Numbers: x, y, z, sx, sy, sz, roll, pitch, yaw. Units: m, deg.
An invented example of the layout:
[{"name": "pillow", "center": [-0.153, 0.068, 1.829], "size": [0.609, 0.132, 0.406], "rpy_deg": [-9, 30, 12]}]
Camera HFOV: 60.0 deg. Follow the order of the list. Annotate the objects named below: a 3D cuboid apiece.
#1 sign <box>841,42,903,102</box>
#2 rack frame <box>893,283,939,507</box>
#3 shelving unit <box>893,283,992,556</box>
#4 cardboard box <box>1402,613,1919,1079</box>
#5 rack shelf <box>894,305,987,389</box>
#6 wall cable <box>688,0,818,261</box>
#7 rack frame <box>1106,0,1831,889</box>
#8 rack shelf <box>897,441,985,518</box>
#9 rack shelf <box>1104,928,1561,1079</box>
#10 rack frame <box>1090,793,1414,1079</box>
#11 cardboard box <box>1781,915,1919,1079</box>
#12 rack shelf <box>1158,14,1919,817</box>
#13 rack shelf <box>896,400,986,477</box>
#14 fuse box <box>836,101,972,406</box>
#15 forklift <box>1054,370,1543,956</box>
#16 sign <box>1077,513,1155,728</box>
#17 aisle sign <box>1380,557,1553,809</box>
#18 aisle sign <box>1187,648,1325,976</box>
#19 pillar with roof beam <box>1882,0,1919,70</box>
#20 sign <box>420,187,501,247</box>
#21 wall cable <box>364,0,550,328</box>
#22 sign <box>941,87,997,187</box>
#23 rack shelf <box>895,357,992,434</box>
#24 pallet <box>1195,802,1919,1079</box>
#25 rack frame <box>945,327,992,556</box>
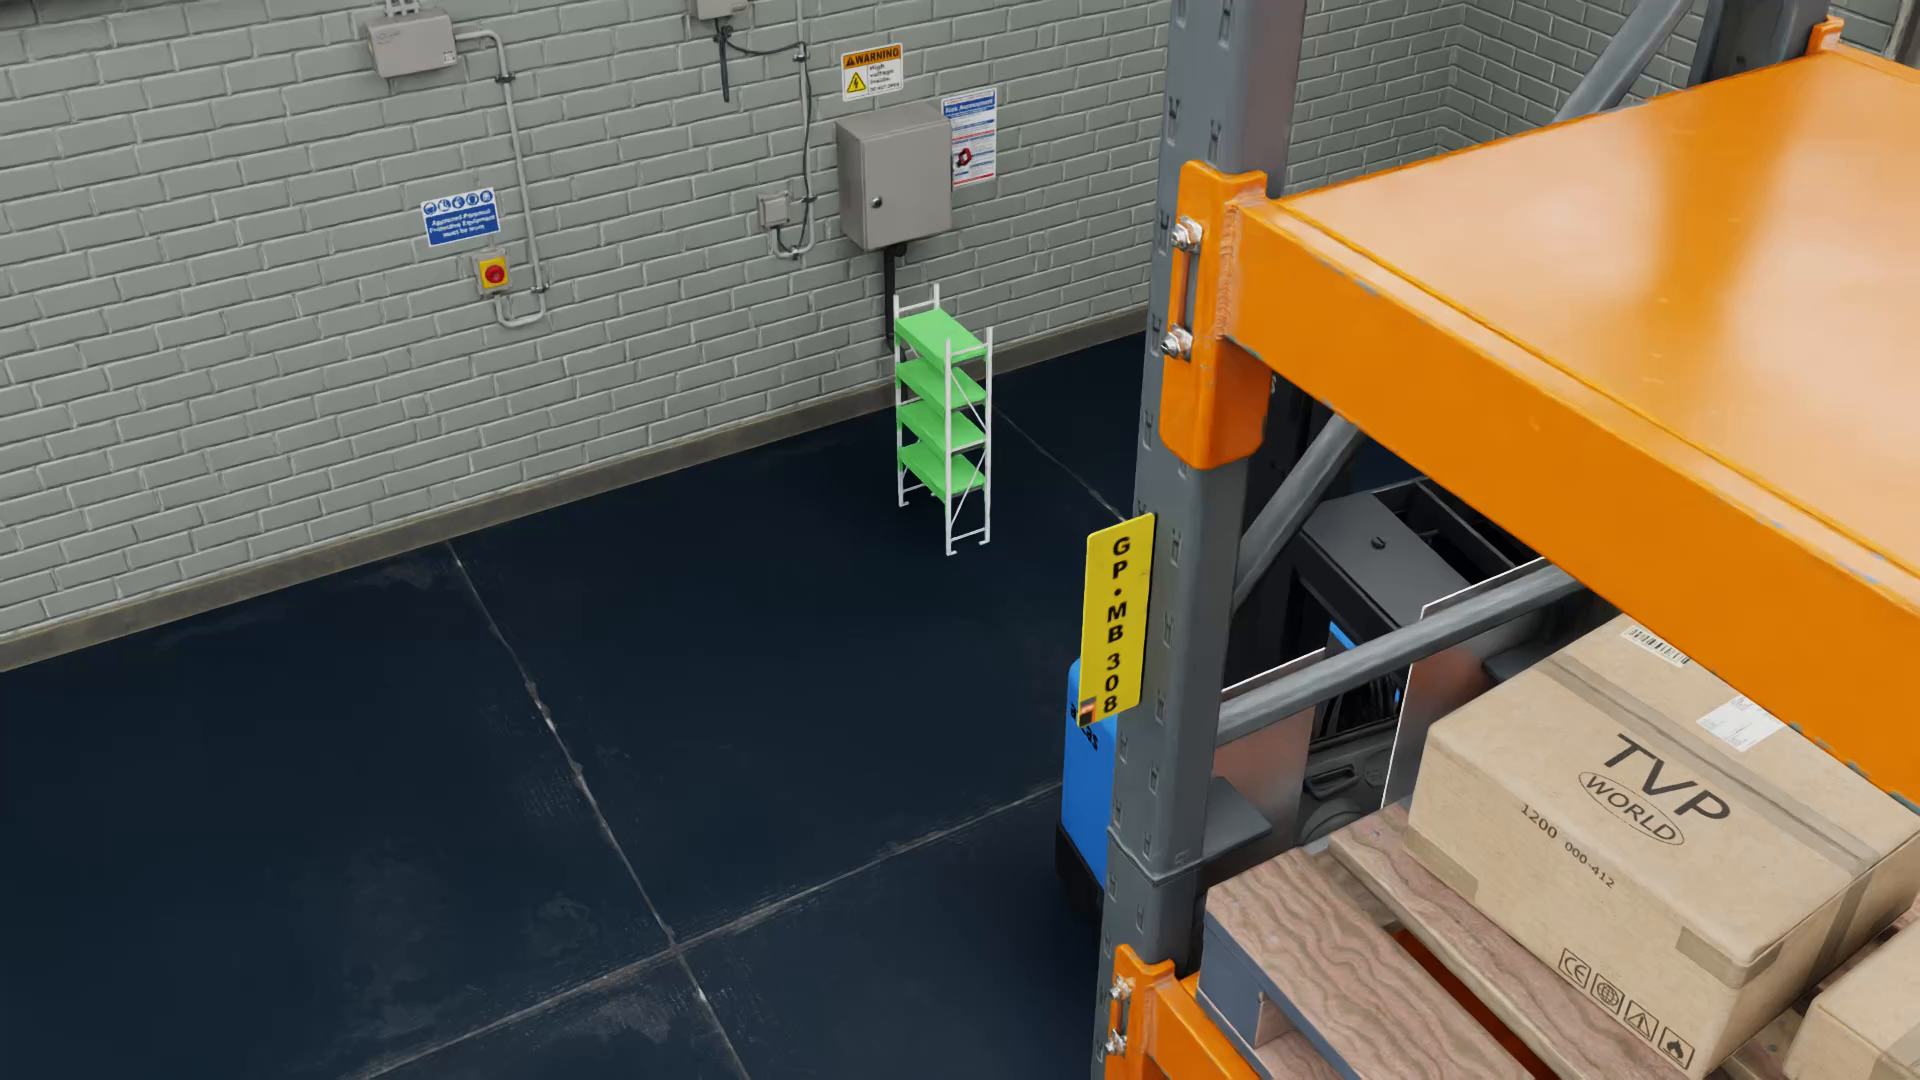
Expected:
[{"name": "sign", "center": [-0.428, -2.293, 8.146], "size": [0.339, 0.242, 0.001], "rpy_deg": [-19, 40, -24]}, {"name": "rack frame", "center": [-0.206, -0.693, 8.182], "size": [0.240, 1.200, 0.015], "rpy_deg": [-19, 40, -24]}, {"name": "shelving unit", "center": [-0.083, -0.569, 8.012], "size": [0.258, 1.200, 0.503], "rpy_deg": [-19, 40, -24]}, {"name": "cardboard box", "center": [0.991, 0.388, 2.318], "size": [0.500, 0.250, 0.500], "rpy_deg": [-23, 42, -28]}, {"name": "rack shelf", "center": [-0.083, -0.905, 7.766], "size": [0.258, 0.148, 0.480], "rpy_deg": [-19, 40, -24]}, {"name": "wall cable", "center": [-0.945, -2.159, 7.801], "size": [0.588, 1.984, 0.122], "rpy_deg": [-19, 40, -24]}, {"name": "rack frame", "center": [0.688, -0.876, 1.820], "size": [1.000, 3.000, 0.127], "rpy_deg": [-19, 40, -24]}, {"name": "rack shelf", "center": [-0.083, -0.324, 8.191], "size": [0.258, 0.148, 0.480], "rpy_deg": [-19, 40, -24]}, {"name": "rack shelf", "center": [1.692, 1.645, 1.521], "size": [1.077, 0.370, 4.000], "rpy_deg": [-19, 40, -24]}, {"name": "rack frame", "center": [0.688, 1.546, 3.590], "size": [1.000, 3.000, 0.127], "rpy_deg": [-19, 40, -24]}, {"name": "cardboard box", "center": [1.271, 0.619, 2.088], "size": [0.380, 0.149, 0.250], "rpy_deg": [-22, 42, -27]}, {"name": "rack shelf", "center": [1.692, 0.596, 0.754], "size": [1.077, 0.370, 4.000], "rpy_deg": [-19, 40, -24]}, {"name": "rack shelf", "center": [-0.083, -0.517, 8.049], "size": [0.258, 0.148, 0.480], "rpy_deg": [-19, 40, -24]}, {"name": "fuse box", "center": [-0.276, -1.350, 8.648], "size": [0.539, 1.711, 0.414], "rpy_deg": [-19, 40, -24]}, {"name": "forklift", "center": [1.400, 0.792, 4.681], "size": [1.130, 2.935, 3.031], "rpy_deg": [-14, 38, -18]}, {"name": "sign", "center": [0.205, 0.111, 2.203], "size": [0.100, 0.325, 0.005], "rpy_deg": [-19, 40, -24]}, {"name": "aisle sign", "center": [0.919, 0.368, 2.999], "size": [0.394, 0.787, 0.004], "rpy_deg": [-19, 40, -24]}, {"name": "aisle sign", "center": [0.401, 0.546, 2.756], "size": [0.394, 0.787, 0.004], "rpy_deg": [-19, 40, -24]}, {"name": "pillar with roof beam", "center": [0.680, -2.716, 4.339], "size": [9.100, 9.000, 0.400], "rpy_deg": [-19, 40, -24]}, {"name": "sign", "center": [-2.238, -1.448, 7.461], "size": [0.327, 0.218, 0.001], "rpy_deg": [-19, 40, -24]}, {"name": "wall cable", "center": [-2.166, -1.745, 7.209], "size": [0.585, 1.953, 0.123], "rpy_deg": [-19, 40, -24]}, {"name": "sign", "center": [0.047, -2.084, 8.641], "size": [0.329, 0.494, 0.001], "rpy_deg": [-19, 40, -24]}, {"name": "rack shelf", "center": [-0.083, -0.711, 7.908], "size": [0.258, 0.148, 0.480], "rpy_deg": [-19, 40, -24]}, {"name": "pallet", "center": [1.069, 0.746, 2.217], "size": [1.003, 0.211, 1.213], "rpy_deg": [-19, 40, -24]}, {"name": "rack frame", "center": [0.039, -0.445, 7.841], "size": [0.240, 1.200, 0.015], "rpy_deg": [-19, 40, -24]}]
